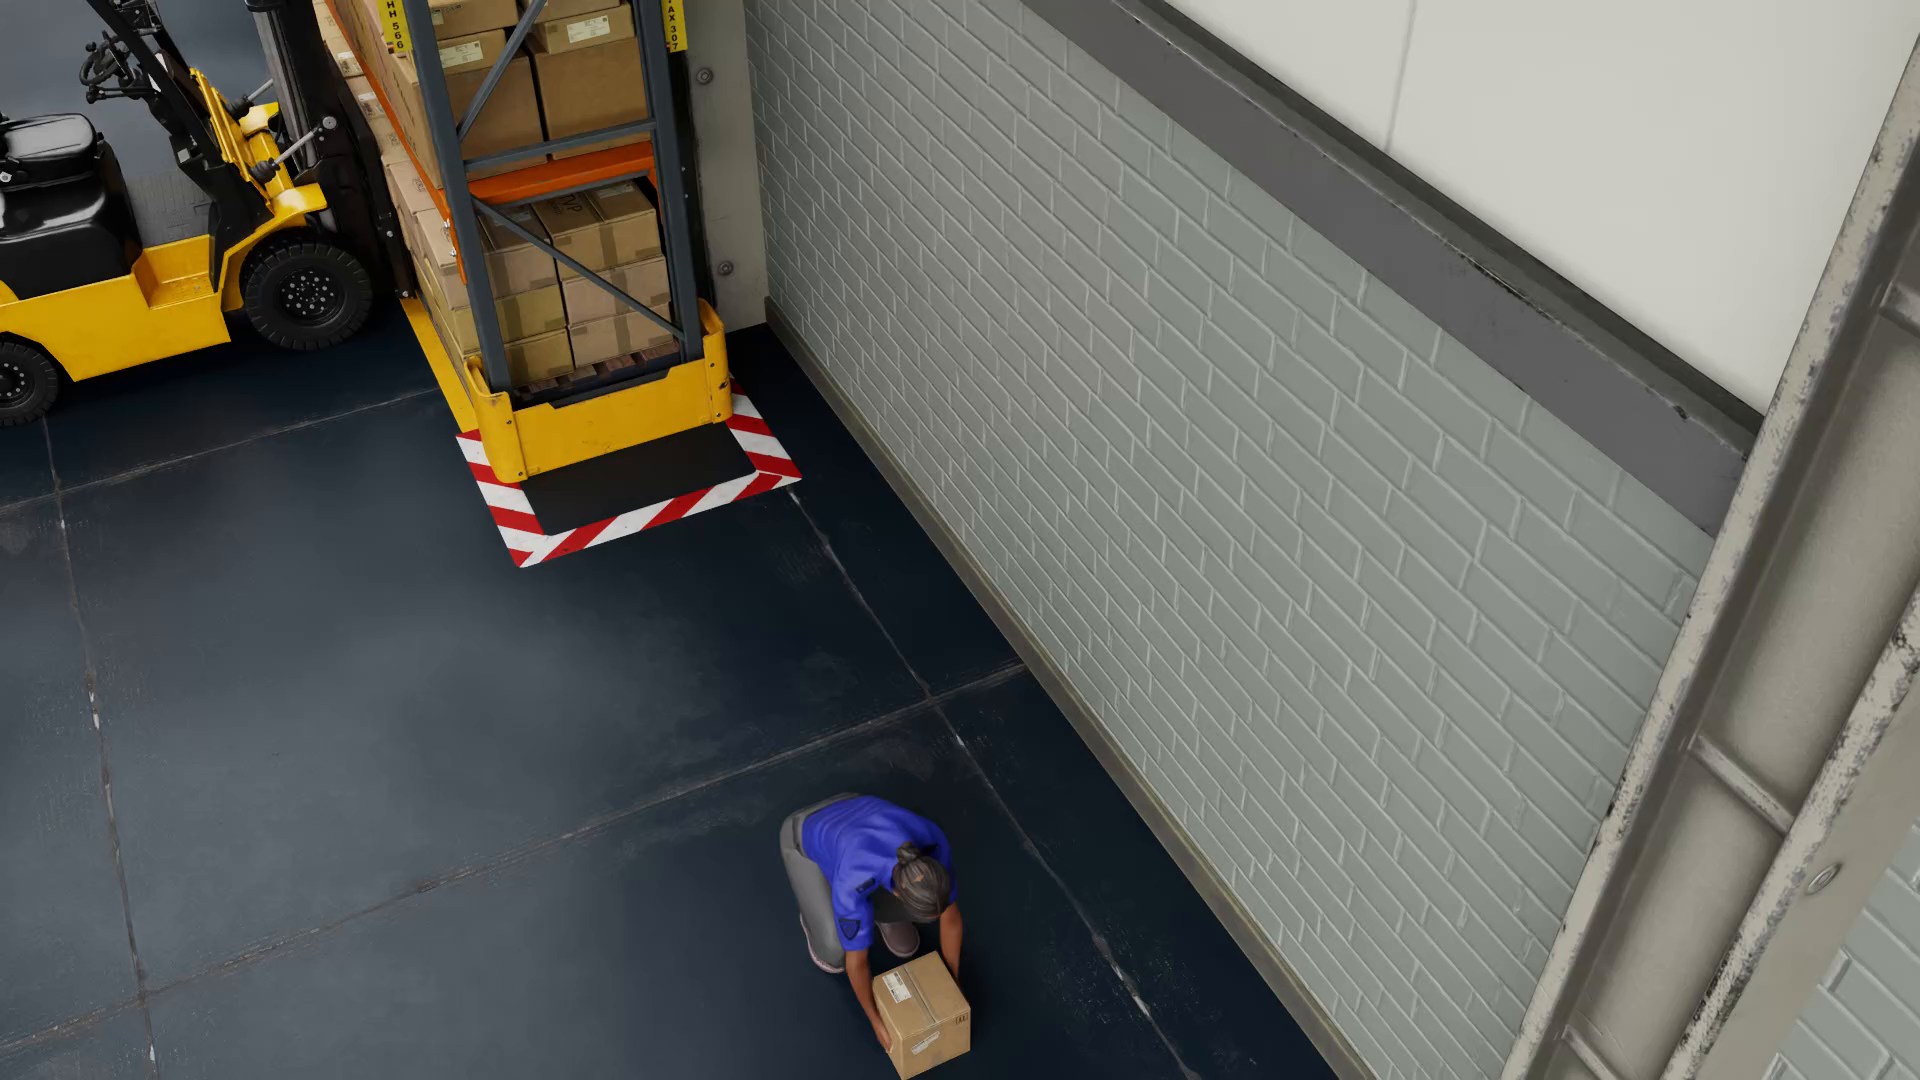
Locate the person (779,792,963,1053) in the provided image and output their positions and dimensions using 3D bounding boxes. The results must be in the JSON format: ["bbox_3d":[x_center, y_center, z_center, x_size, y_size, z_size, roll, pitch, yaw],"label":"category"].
[{"bbox_3d":[-0.291,1.151,5.505,0.479,0.818,0.816,-19,45,-20],"label":"person"}]
